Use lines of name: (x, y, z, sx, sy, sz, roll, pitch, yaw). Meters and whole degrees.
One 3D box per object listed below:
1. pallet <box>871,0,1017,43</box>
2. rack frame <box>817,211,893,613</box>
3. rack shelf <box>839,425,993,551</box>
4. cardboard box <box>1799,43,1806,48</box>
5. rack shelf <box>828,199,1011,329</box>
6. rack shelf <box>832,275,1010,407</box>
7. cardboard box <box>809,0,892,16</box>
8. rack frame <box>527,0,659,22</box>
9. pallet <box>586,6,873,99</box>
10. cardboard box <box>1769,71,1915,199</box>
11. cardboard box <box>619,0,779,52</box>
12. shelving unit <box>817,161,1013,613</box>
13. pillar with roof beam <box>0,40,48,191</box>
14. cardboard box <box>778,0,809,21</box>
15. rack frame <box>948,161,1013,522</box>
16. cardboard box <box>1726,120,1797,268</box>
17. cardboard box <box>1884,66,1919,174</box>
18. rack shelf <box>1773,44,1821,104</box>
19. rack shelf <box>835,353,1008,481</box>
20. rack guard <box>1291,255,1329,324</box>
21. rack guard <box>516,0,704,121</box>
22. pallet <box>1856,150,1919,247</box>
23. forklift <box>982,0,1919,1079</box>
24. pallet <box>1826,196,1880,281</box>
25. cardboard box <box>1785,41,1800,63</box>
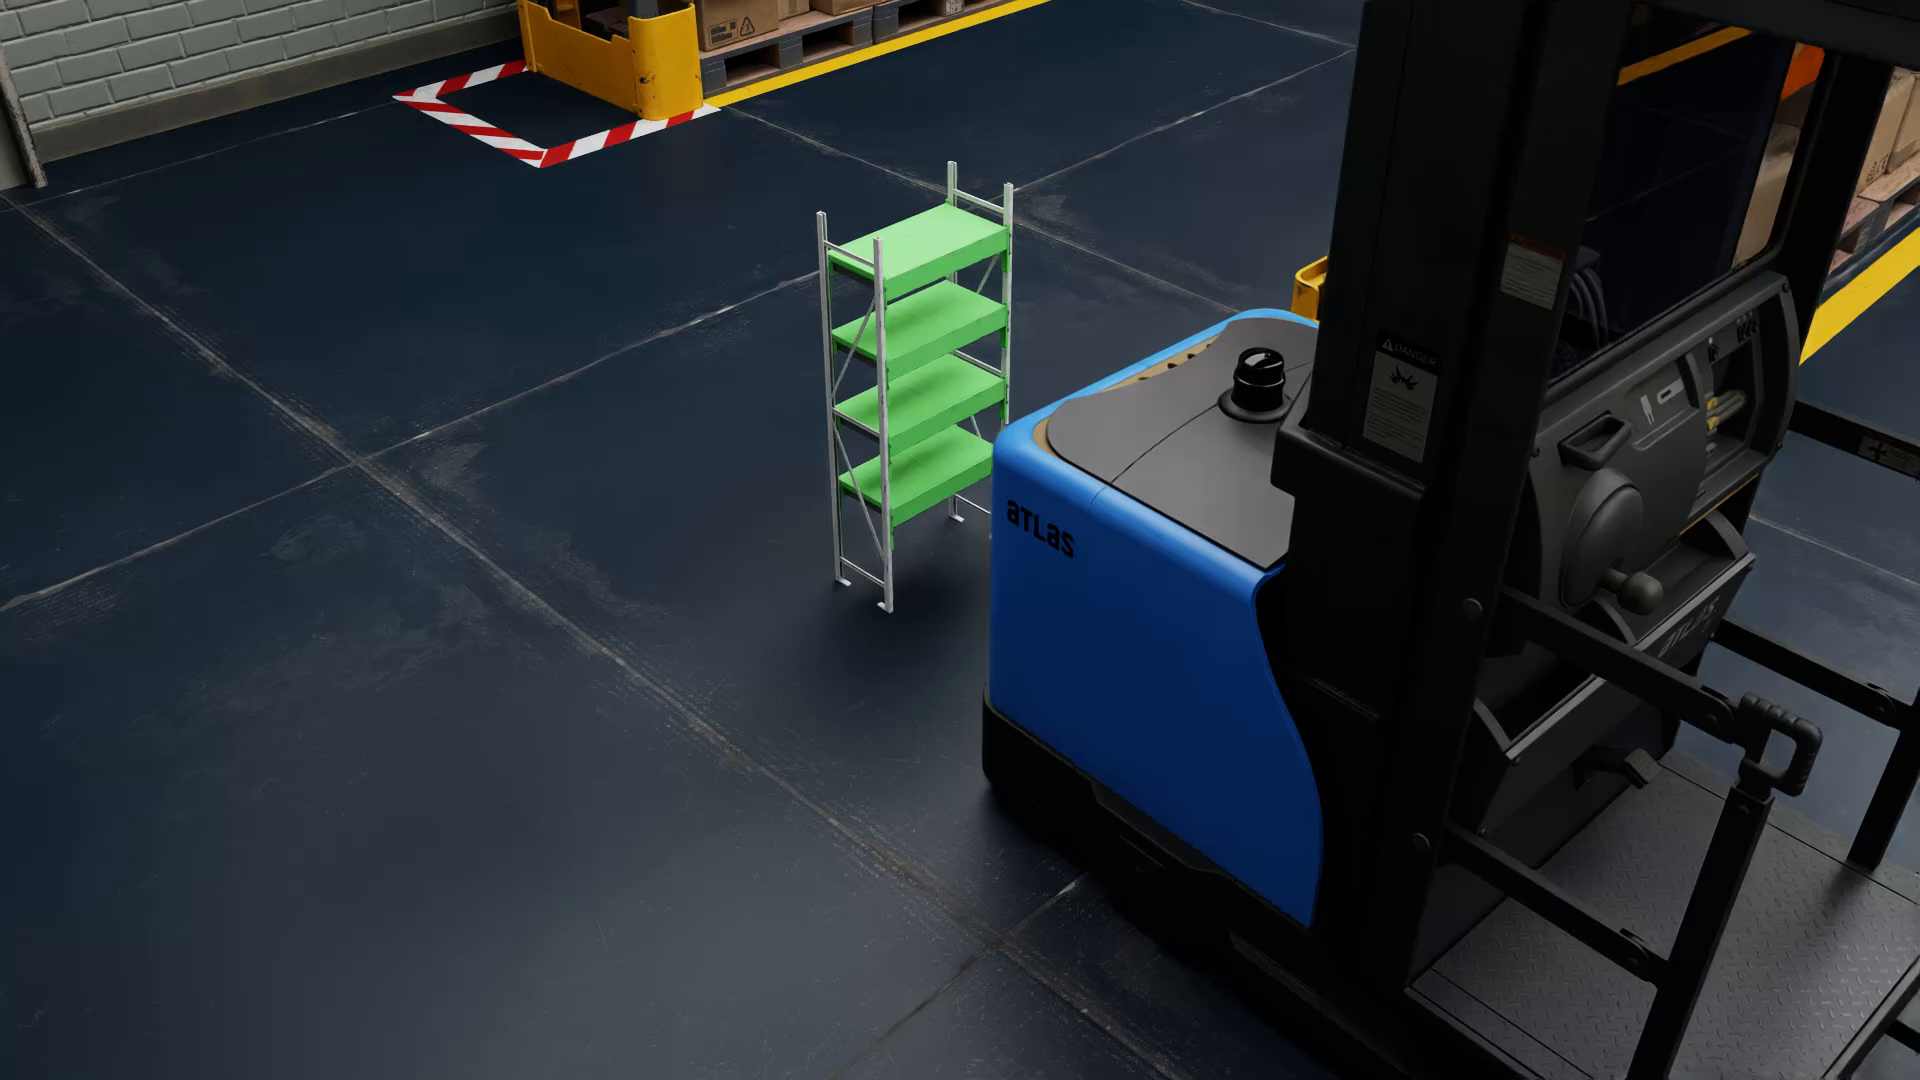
pallet: (-0.382, -3.263, 9.744, 1.003, 0.211, 1.213, 30, 45, 35)
rack frame: (-0.289, -0.326, 4.668, 0.240, 1.200, 0.015, 30, 45, 35)
rack shelf: (-0.117, -0.176, 4.984, 0.258, 0.148, 0.480, 30, 45, 35)
cardboard box: (2.547, -1.897, 5.260, 0.500, 0.500, 0.500, 29, 44, 35)
rack shelf: (-0.117, -0.766, 4.572, 0.258, 0.148, 0.480, 30, 45, 35)
rack shelf: (-0.117, -0.569, 4.710, 0.258, 0.148, 0.480, 30, 45, 35)
cardboard box: (-0.728, -3.248, 9.102, 0.500, 0.500, 0.700, -28, 44, -34)
rack frame: (-1.856, -3.559, 7.731, 1.000, 3.000, 0.127, 30, 45, 35)
pallet: (-1.242, -2.770, 9.038, 1.003, 0.211, 1.213, 30, 45, 35)
cardboard box: (3.338, -1.730, 6.981, 0.875, 0.438, 0.875, 28, 44, 34)
cardboard box: (-1.358, -2.918, 8.626, 0.797, 0.503, 0.637, 28, 43, 34)
shelving unit: (-0.117, -0.425, 4.810, 0.258, 1.200, 0.503, 30, 45, 35)
pillar with roof beam: (-1.341, -3.554, 2.479, 9.100, 9.000, 0.400, 30, 45, 35)
cardboard box: (-1.031, -2.929, 8.953, 0.380, 0.149, 0.250, 28, 43, 34)
rack frame: (0.055, -0.524, 4.952, 0.240, 1.200, 0.015, 30, 45, 35)
cardboard box: (2.702, -1.365, 6.457, 0.875, 0.438, 0.875, -29, 44, -34)
cardboard box: (3.969, -2.094, 7.503, 0.875, 0.438, 0.875, 29, 44, 35)
rack shelf: (3.078, -2.077, 6.235, 1.077, 0.370, 4.000, 30, 45, 35)
rack shelf: (-0.117, -0.373, 4.847, 0.258, 0.148, 0.480, 30, 45, 35)
rack guard: (1.652, -0.525, 5.566, 1.175, 0.500, 0.348, 30, 45, 35)
rack guard: (-1.803, -2.565, 8.490, 1.175, 0.500, 0.348, 30, 45, 35)
pallet: (3.896, -1.763, 7.593, 1.003, 0.211, 1.213, 30, 45, 35)
forklift: (1.422, -0.129, 2.872, 1.130, 2.935, 3.031, -28, 43, -34)
pallet: (3.036, -1.265, 6.880, 1.003, 0.211, 1.213, 30, 45, 35)
cardboard box: (2.211, -1.680, 4.950, 0.500, 0.500, 0.500, 29, 44, 35)
